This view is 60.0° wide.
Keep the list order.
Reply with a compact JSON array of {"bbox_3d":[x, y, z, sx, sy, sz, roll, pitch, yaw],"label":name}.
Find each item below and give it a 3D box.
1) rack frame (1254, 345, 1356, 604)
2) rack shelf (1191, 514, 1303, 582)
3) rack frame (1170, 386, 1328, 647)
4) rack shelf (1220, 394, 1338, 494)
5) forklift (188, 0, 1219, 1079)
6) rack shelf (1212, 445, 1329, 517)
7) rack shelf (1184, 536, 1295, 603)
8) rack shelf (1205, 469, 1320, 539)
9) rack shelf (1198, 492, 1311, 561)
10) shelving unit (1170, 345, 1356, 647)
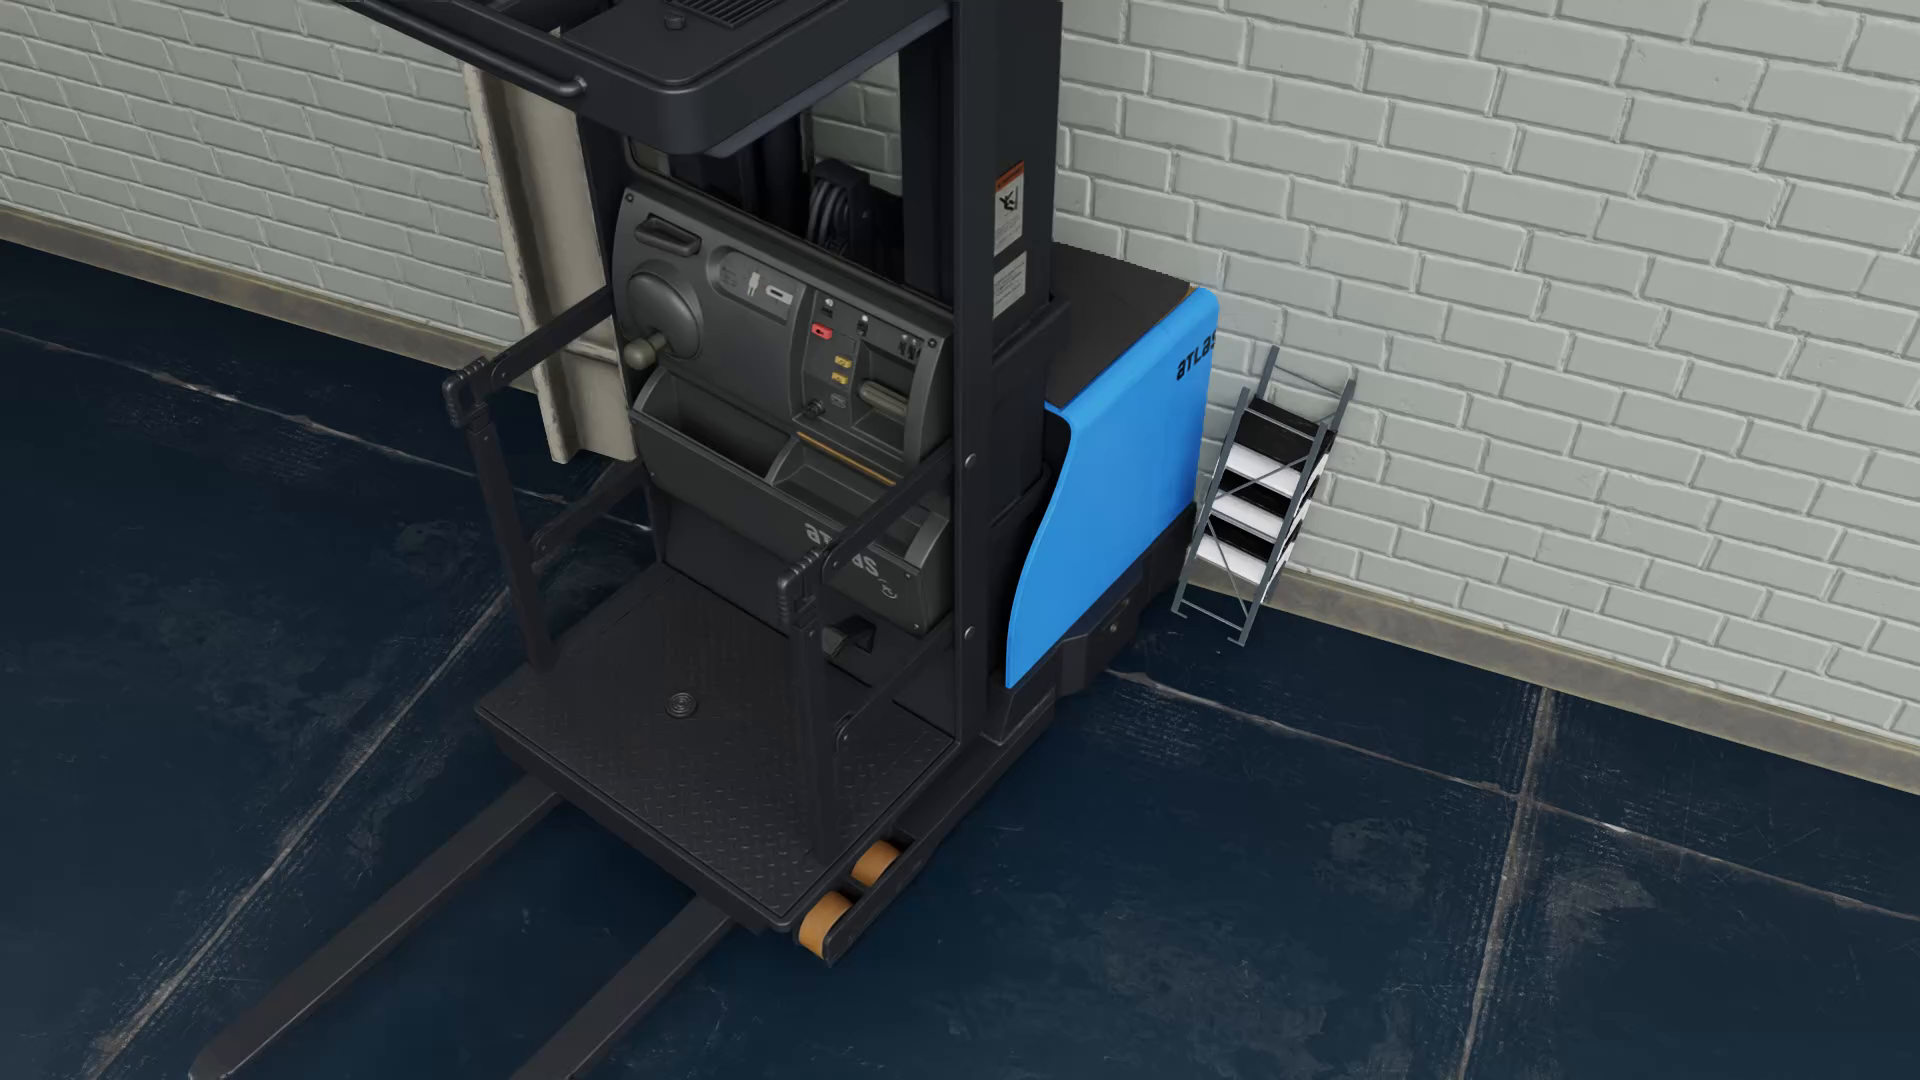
[{"bbox_3d":[0.883,-0.163,4.721,0.240,0.900,0.006,27,49,15],"label":"rack frame"},{"bbox_3d":[0.819,-0.020,4.747,0.258,0.077,0.200,27,49,15],"label":"rack shelf"},{"bbox_3d":[0.783,-0.042,4.593,0.240,0.900,0.006,27,49,15],"label":"rack frame"},{"bbox_3d":[0.860,-0.262,4.484,0.258,0.077,0.200,27,49,15],"label":"rack shelf"},{"bbox_3d":[-0.549,-0.387,3.561,1.130,2.935,3.031,28,51,26],"label":"forklift"},{"bbox_3d":[0.850,-0.201,4.550,0.258,0.077,0.200,27,49,15],"label":"rack shelf"},{"bbox_3d":[0.809,0.041,4.813,0.258,0.077,0.200,27,49,15],"label":"rack shelf"},{"bbox_3d":[0.840,-0.141,4.616,0.258,0.077,0.200,27,49,15],"label":"rack shelf"},{"bbox_3d":[0.829,-0.080,4.682,0.258,0.077,0.200,27,49,15],"label":"rack shelf"},{"bbox_3d":[0.833,-0.102,4.657,0.258,0.900,0.210,27,49,15],"label":"shelving unit"}]
